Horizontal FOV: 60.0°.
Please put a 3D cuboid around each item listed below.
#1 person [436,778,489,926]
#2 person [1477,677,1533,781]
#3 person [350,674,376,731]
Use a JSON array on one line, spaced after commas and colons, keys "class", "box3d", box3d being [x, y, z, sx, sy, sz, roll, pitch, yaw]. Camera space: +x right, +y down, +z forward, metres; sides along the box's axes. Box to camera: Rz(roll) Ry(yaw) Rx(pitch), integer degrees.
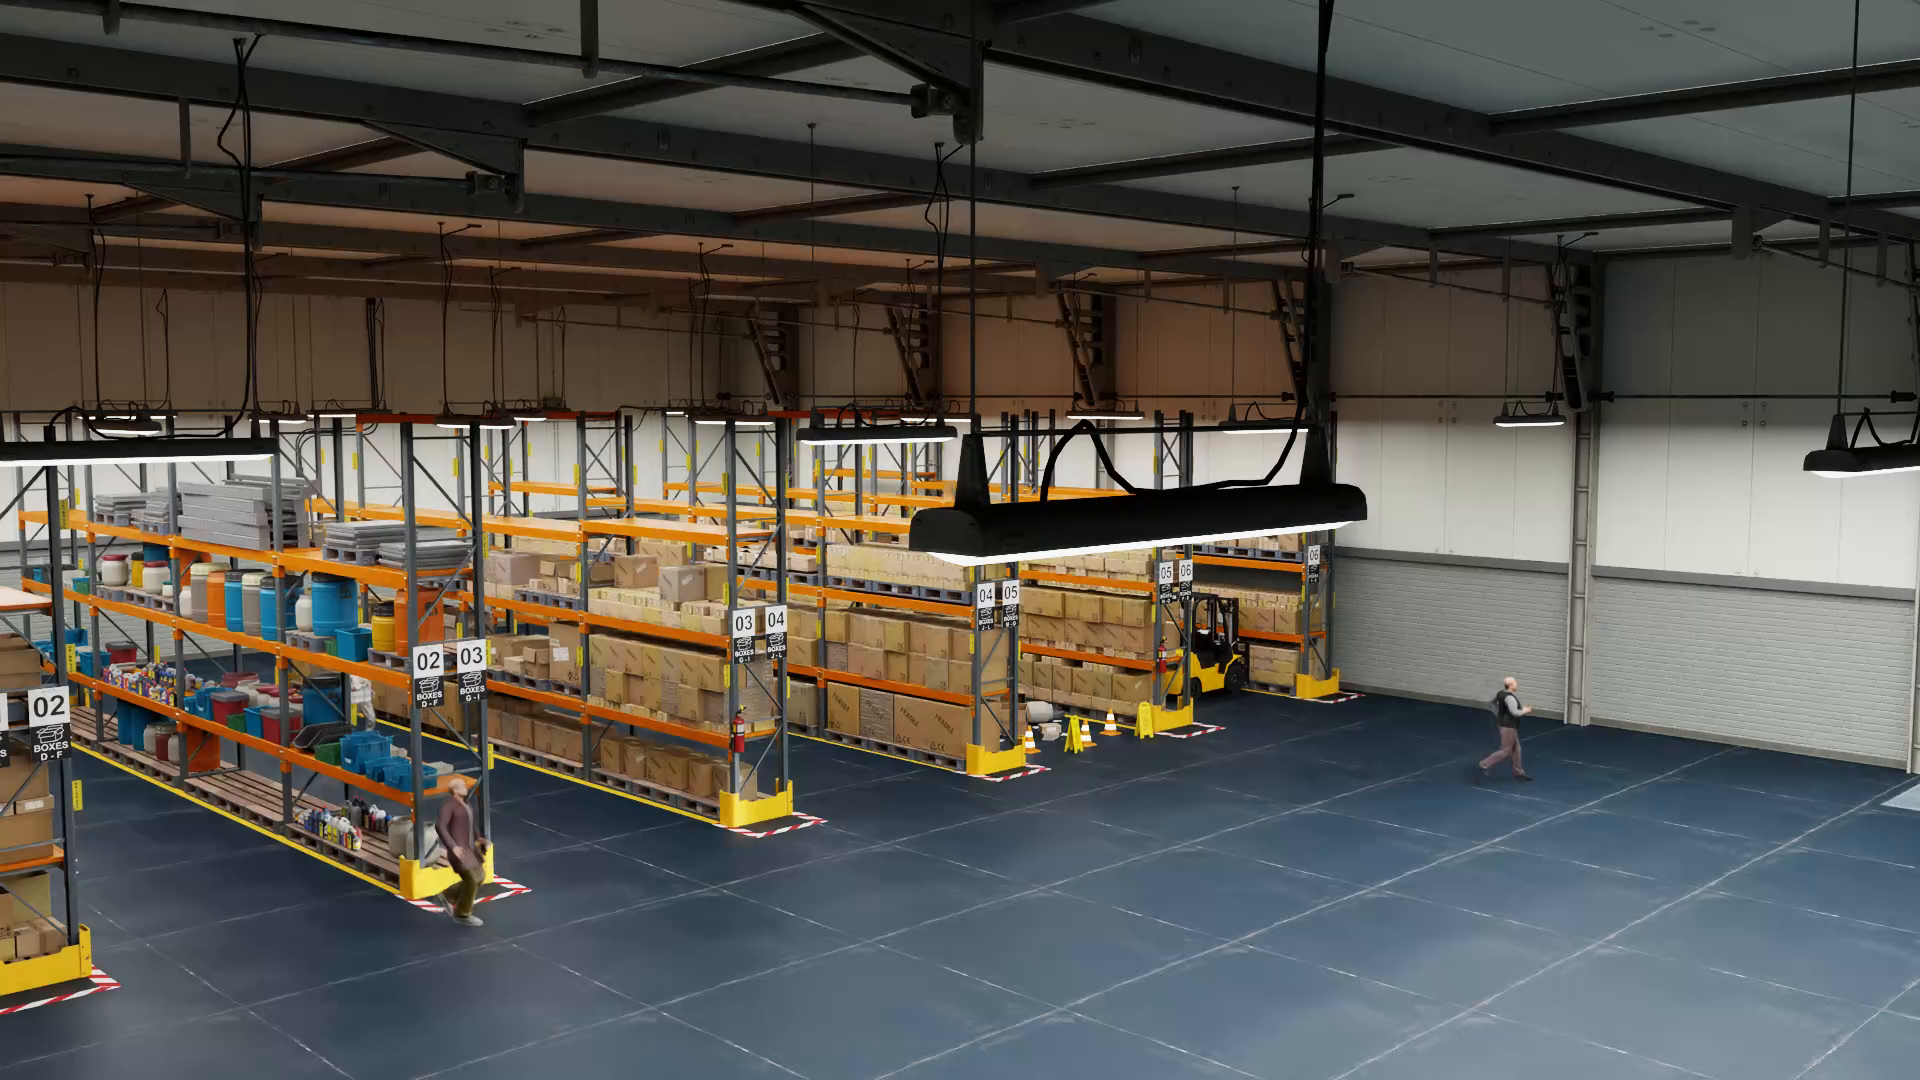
[{"class": "person", "box3d": [-5.997, 3.744, 20.028, 0.607, 1.730, 0.770, 1, 5, 9]}, {"class": "person", "box3d": [8.933, 3.089, 27.183, 0.931, 1.715, 0.676, 0, 5, 3]}, {"class": "person", "box3d": [-10.592, 2.877, 29.298, 0.903, 1.814, 0.672, 4, 6, 39]}]
